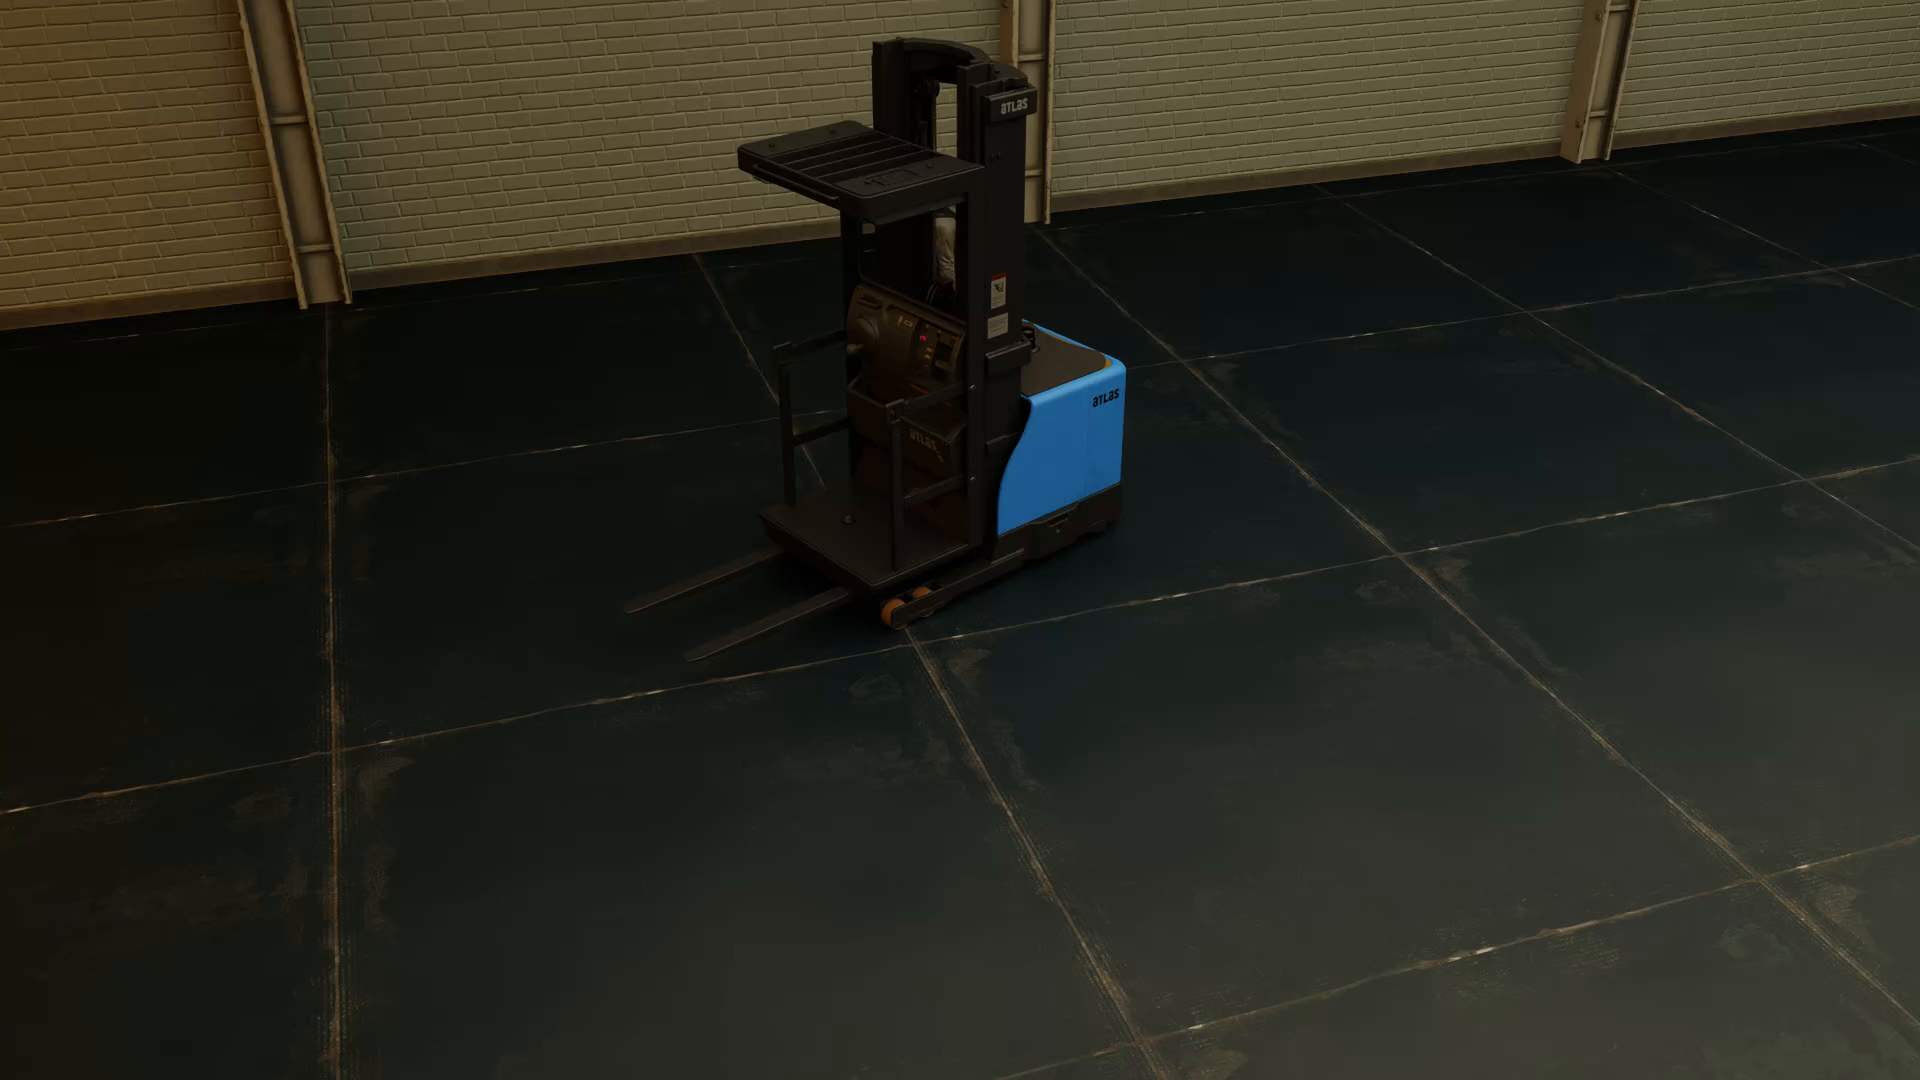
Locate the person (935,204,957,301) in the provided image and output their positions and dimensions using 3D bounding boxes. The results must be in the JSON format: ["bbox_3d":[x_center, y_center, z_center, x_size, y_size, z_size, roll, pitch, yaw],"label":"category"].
[{"bbox_3d":[-0.078,-1.687,11.233,0.356,1.725,0.544,-5,30,-9],"label":"person"}]

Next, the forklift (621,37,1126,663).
[{"bbox_3d":[-0.461,-1.072,8.951,3.031,2.935,1.130,-23,37,-34],"label":"forklift"}]
